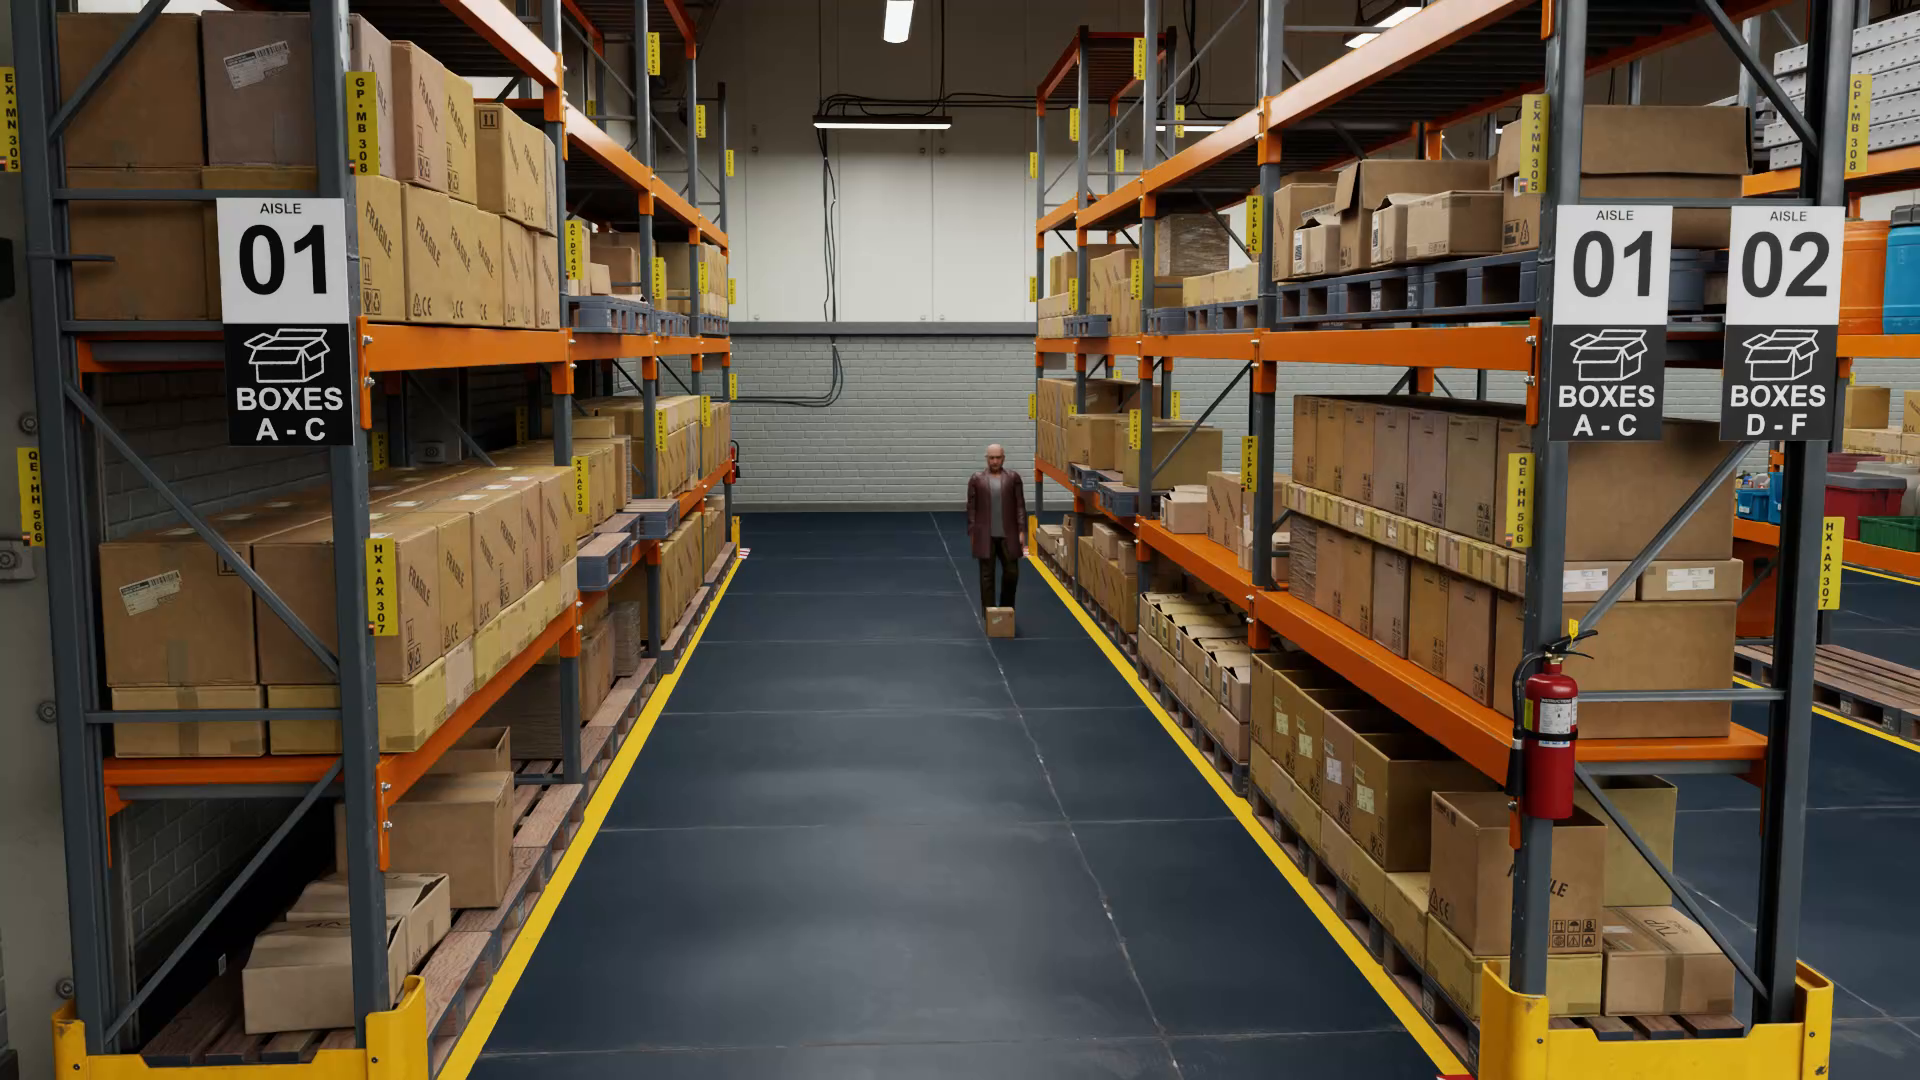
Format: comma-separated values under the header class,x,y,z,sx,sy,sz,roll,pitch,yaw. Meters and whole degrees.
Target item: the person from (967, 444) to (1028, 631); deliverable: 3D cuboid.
class,x,y,z,sx,sy,sz,roll,pitch,yaw
person,0.364,0.002,16.138,0.595,1.867,0.551,0,7,-2
